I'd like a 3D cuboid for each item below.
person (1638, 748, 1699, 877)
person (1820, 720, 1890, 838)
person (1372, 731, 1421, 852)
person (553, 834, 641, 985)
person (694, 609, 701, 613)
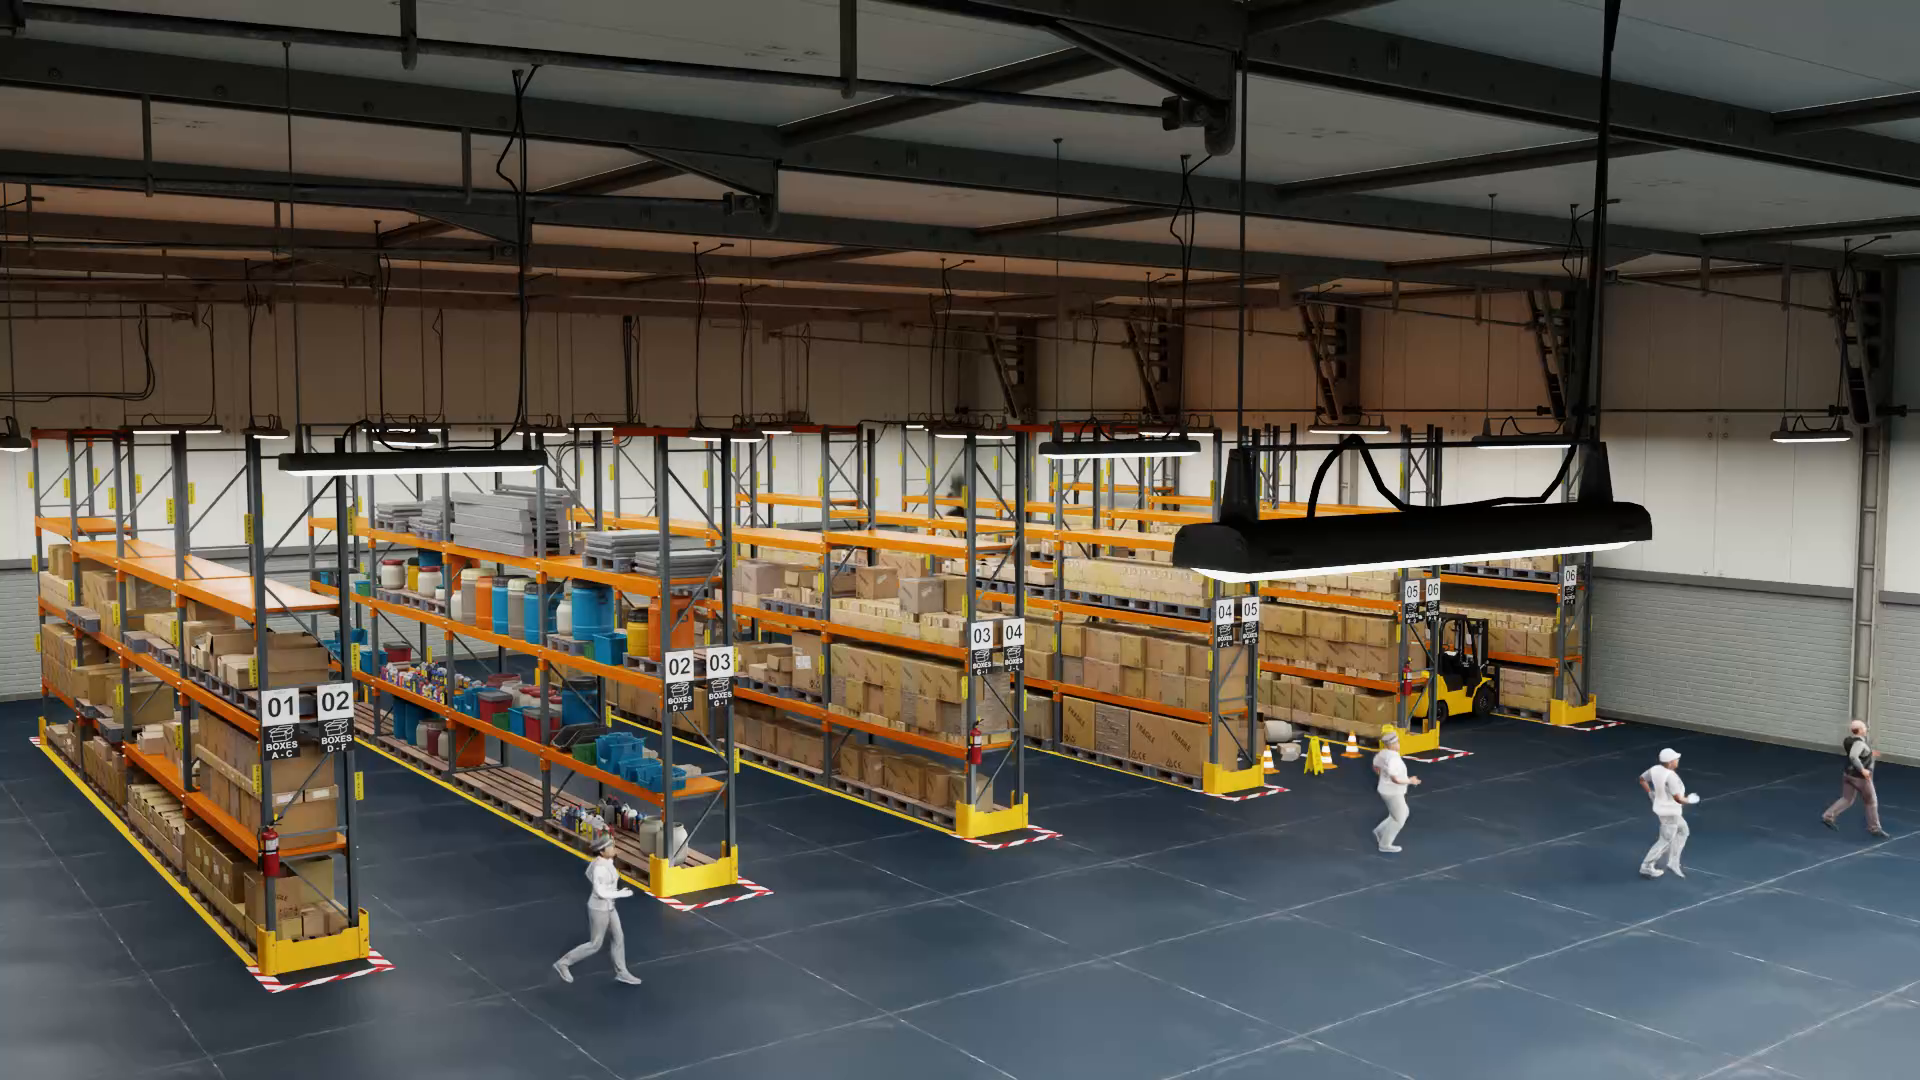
[{"bbox_3d":[9.569,3.699,22.470,0.743,1.806,0.692,0,4,3],"label":"person"},{"bbox_3d":[13.255,3.519,24.556,0.956,1.716,0.650,0,4,1],"label":"person"},{"bbox_3d":[6.241,3.587,23.774,0.602,1.737,0.652,0,4,-1],"label":"person"},{"bbox_3d":[-3.976,4.063,18.226,0.923,1.697,0.624,0,5,-6],"label":"person"},{"bbox_3d":[-6.271,2.433,39.322,0.613,1.635,0.868,-1,5,-12],"label":"person"}]
